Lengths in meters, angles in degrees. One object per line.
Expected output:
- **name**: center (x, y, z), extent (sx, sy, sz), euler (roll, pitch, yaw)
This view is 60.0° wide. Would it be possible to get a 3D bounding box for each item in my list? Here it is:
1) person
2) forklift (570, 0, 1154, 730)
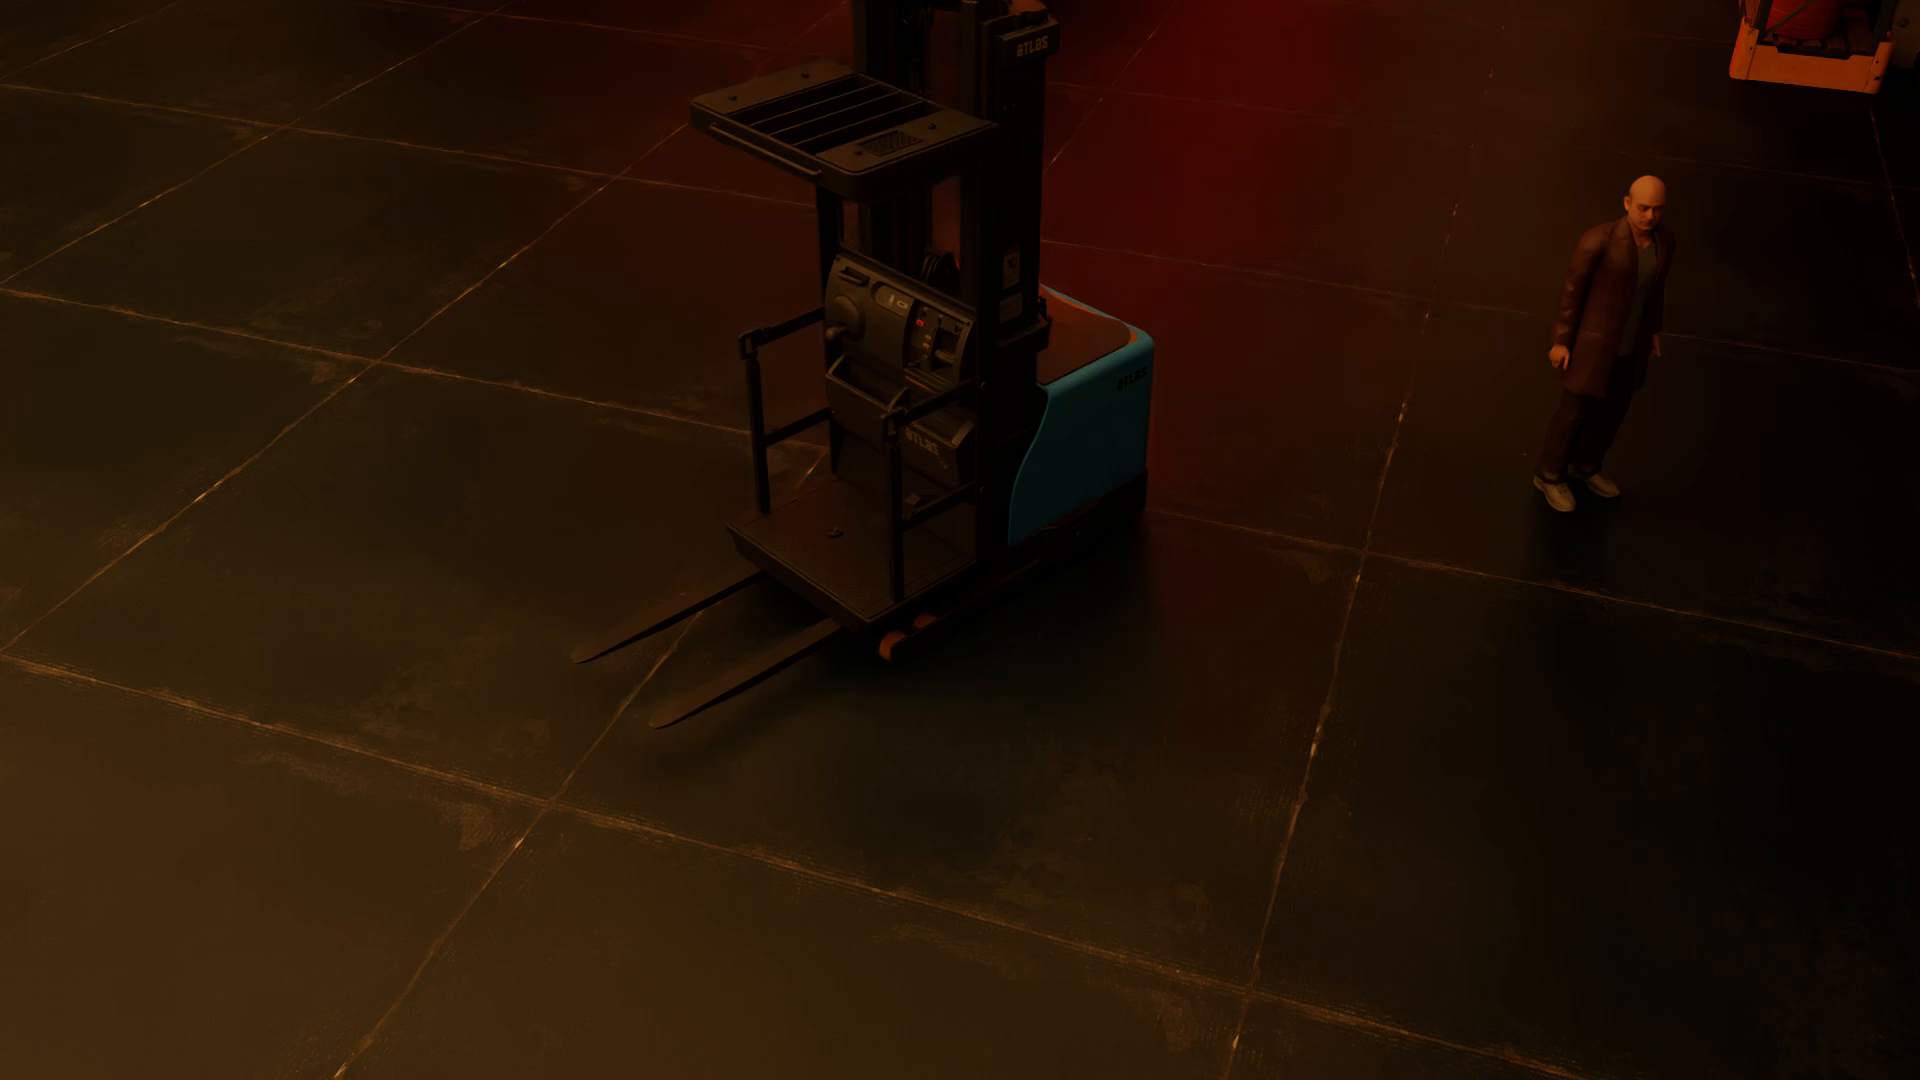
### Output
- **person**: center (3.344, -0.996, 8.510), extent (0.643, 1.782, 0.420), euler (-11, 37, -15)
- **forklift**: center (-0.438, -0.946, 7.446), extent (3.031, 2.935, 1.130), euler (-29, 44, -34)
